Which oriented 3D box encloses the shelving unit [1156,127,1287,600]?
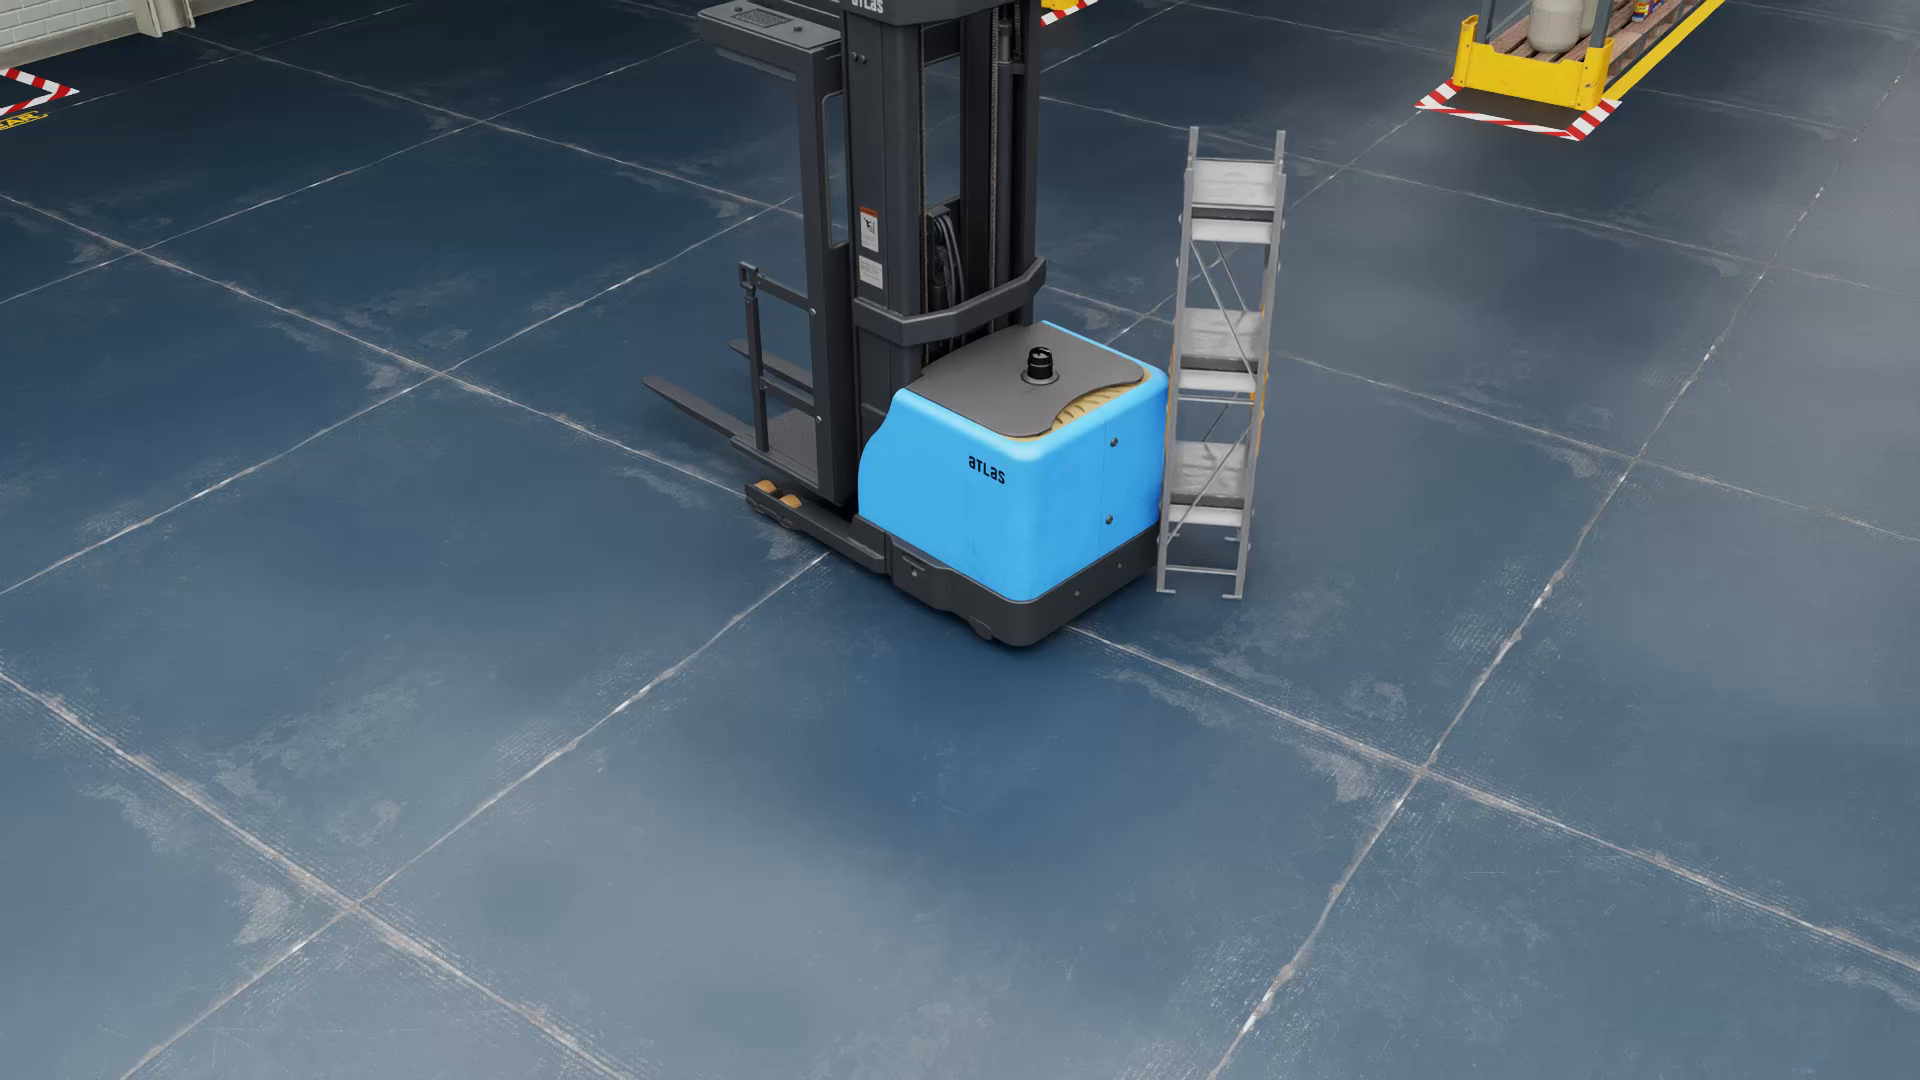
[{"bbox_3d":[1.156,-0.745,7.473,0.431,2.100,0.503,4,34,7],"label":"shelving unit"}]

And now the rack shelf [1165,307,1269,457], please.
[{"bbox_3d":[1.156,-0.733,7.481,0.431,0.518,0.480,4,34,7],"label":"rack shelf"}]

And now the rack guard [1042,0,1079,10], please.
[{"bbox_3d":[0.577,-5.425,15.826,1.175,0.500,0.348,21,39,28],"label":"rack guard"}]

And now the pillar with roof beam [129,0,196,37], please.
[{"bbox_3d":[-3.677,-7.000,10.567,9.100,9.000,0.400,21,39,28],"label":"pillar with roof beam"}]

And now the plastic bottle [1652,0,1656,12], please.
[{"bbox_3d":[6.143,-4.833,14.761,0.097,0.271,0.097,0,34,0],"label":"plastic bottle"}]

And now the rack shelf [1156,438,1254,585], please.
[{"bbox_3d":[1.162,-0.153,7.872,0.431,0.518,0.480,4,34,7],"label":"rack shelf"}]

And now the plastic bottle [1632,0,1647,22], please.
[{"bbox_3d":[5.948,-4.675,14.528,0.097,0.271,0.097,0,34,0],"label":"plastic bottle"}]

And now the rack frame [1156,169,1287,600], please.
[{"bbox_3d":[1.120,-0.610,7.273,0.400,2.100,0.015,4,34,7],"label":"rack frame"}]

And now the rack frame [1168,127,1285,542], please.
[{"bbox_3d":[1.193,-0.880,7.673,0.400,2.100,0.015,4,34,7],"label":"rack frame"}]

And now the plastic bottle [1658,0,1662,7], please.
[{"bbox_3d":[6.257,-4.895,14.916,0.097,0.201,0.097,0,34,0],"label":"plastic bottle"}]

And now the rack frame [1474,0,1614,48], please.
[{"bbox_3d":[4.658,-4.888,12.800,1.000,3.000,0.127,21,39,28],"label":"rack frame"}]

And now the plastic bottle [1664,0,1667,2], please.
[{"bbox_3d":[6.374,-4.990,15.056,0.097,0.201,0.097,0,34,0],"label":"plastic bottle"}]

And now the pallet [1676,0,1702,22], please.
[{"bbox_3d":[6.522,-5.278,15.866,1.003,0.211,1.213,21,39,28],"label":"pallet"}]

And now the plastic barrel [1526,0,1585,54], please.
[{"bbox_3d":[4.971,-4.359,13.863,0.421,0.512,0.421,0,34,0],"label":"plastic barrel"}]

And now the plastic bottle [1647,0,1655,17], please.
[{"bbox_3d":[6.092,-4.778,14.670,0.061,0.283,0.133,22,40,29],"label":"plastic bottle"}]

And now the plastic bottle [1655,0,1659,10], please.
[{"bbox_3d":[6.200,-4.879,14.829,0.097,0.271,0.097,0,34,0],"label":"plastic bottle"}]

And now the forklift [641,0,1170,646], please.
[{"bbox_3d":[-0.445,-1.458,7.790,3.031,2.935,1.130,29,43,35],"label":"forklift"}]

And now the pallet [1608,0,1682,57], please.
[{"bbox_3d":[5.827,-4.714,15.032,1.003,0.211,1.213,21,39,28],"label":"pallet"}]

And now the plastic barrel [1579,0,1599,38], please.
[{"bbox_3d":[5.256,-4.589,14.205,0.421,0.512,0.421,0,34,0],"label":"plastic barrel"}]

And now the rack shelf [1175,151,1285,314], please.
[{"bbox_3d":[1.150,-1.314,7.090,0.431,0.518,0.480,4,34,7],"label":"rack shelf"}]

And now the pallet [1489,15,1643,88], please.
[{"bbox_3d":[5.130,-4.155,14.206,1.003,0.211,1.213,21,39,28],"label":"pallet"}]

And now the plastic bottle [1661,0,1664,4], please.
[{"bbox_3d":[6.316,-4.972,14.967,0.097,0.271,0.097,0,34,0],"label":"plastic bottle"}]

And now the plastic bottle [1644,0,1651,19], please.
[{"bbox_3d":[6.007,-4.693,14.618,0.097,0.201,0.097,0,34,0],"label":"plastic bottle"}]

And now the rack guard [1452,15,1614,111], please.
[{"bbox_3d":[4.663,-3.902,13.574,1.175,0.500,0.348,21,39,28],"label":"rack guard"}]
